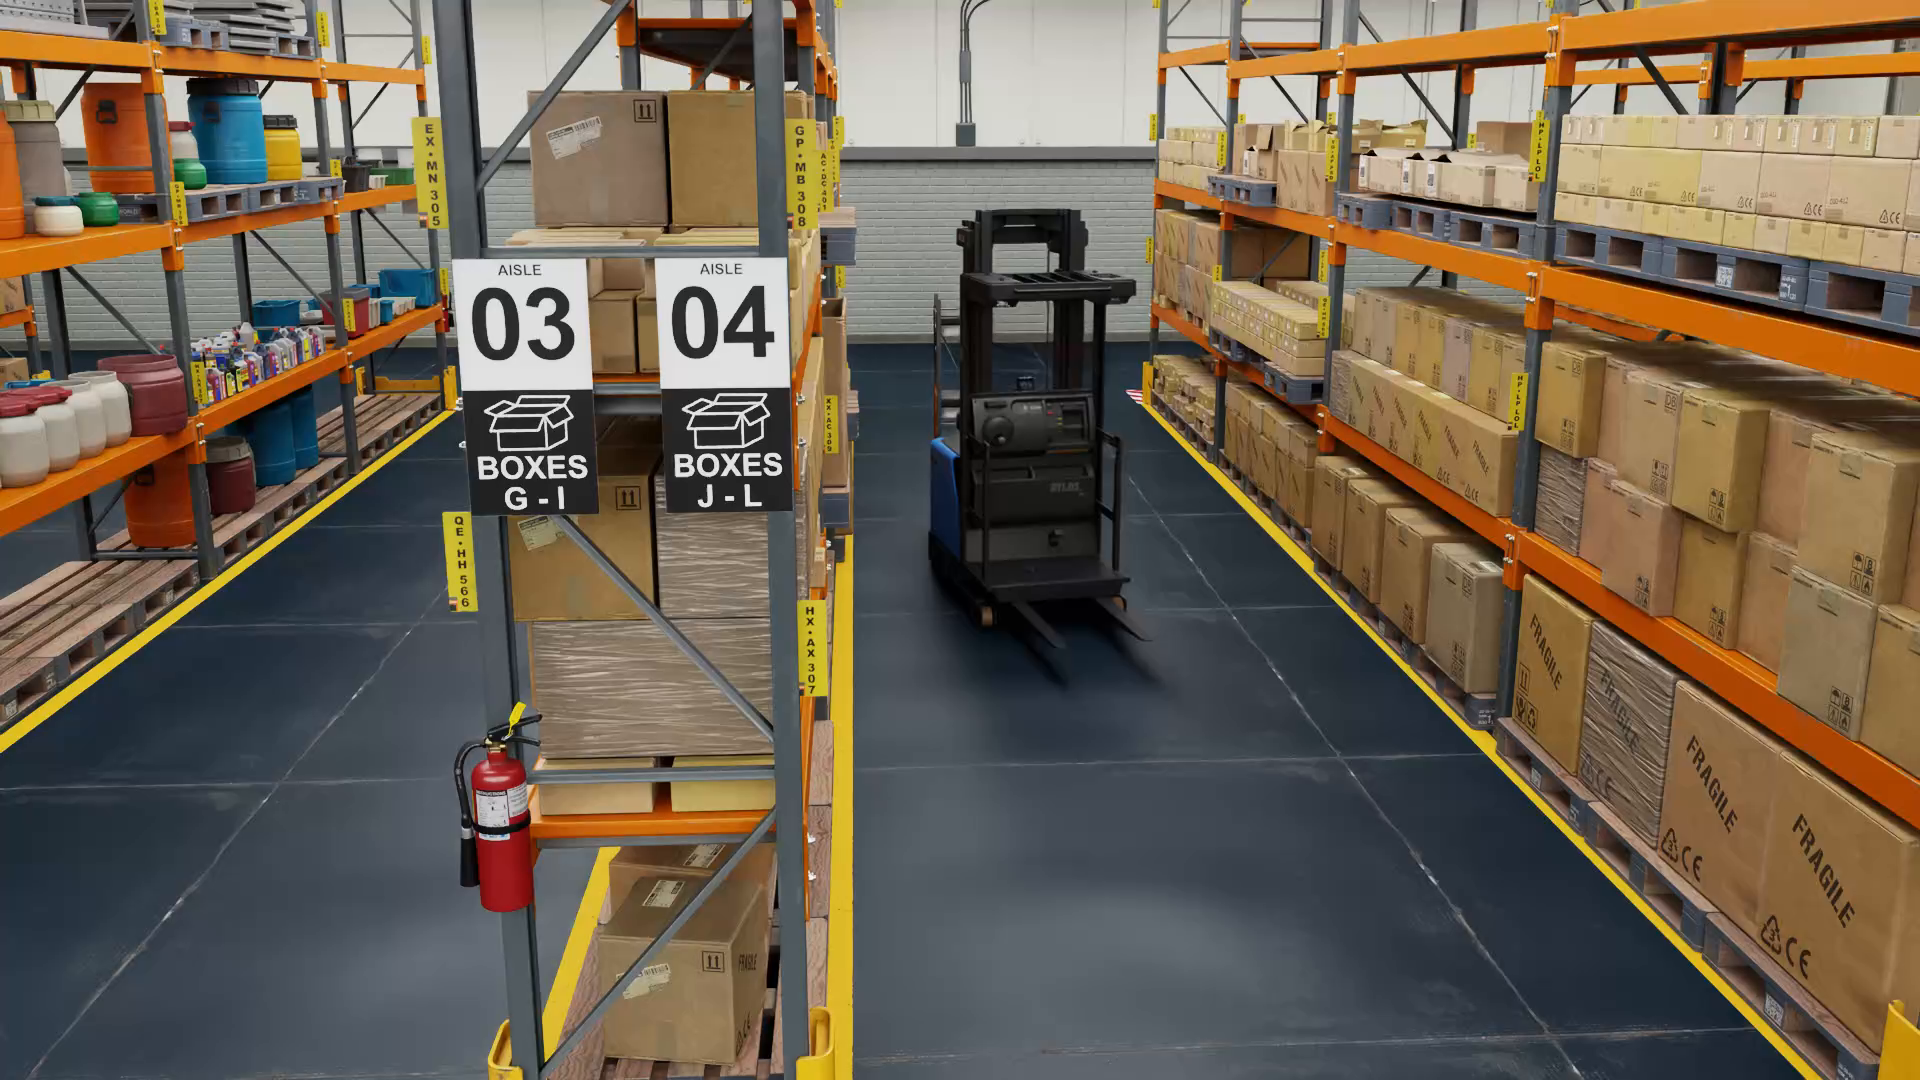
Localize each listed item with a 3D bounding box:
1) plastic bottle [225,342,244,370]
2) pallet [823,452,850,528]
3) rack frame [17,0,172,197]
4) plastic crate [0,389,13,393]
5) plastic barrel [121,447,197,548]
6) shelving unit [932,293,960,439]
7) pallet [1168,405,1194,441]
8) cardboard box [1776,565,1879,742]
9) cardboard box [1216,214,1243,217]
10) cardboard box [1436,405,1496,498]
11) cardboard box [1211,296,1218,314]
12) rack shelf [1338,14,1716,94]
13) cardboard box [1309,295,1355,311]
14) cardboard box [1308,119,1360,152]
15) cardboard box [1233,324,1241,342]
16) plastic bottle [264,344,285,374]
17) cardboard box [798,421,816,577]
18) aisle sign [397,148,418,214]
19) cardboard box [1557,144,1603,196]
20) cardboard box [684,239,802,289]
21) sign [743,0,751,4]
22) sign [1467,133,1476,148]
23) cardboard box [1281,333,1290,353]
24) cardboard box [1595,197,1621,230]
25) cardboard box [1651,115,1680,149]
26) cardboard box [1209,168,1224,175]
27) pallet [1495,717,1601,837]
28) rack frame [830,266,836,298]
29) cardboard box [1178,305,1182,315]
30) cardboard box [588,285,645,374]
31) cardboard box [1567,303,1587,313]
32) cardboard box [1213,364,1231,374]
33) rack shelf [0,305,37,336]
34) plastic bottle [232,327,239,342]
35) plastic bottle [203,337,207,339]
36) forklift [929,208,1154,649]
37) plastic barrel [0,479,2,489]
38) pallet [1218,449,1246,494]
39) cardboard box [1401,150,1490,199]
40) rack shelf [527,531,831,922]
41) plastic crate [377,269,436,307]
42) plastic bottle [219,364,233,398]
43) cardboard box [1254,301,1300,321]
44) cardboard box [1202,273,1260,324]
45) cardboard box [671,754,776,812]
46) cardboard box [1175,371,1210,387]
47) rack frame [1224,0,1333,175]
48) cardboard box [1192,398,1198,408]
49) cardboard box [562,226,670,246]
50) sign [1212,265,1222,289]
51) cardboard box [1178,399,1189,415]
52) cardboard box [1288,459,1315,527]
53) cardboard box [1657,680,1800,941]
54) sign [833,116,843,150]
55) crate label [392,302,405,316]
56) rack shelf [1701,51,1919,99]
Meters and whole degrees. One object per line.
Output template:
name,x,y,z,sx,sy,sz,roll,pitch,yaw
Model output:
plastic bottle,-6.402,-1.570,14.709,0.144,0.351,0.185,-1,14,-3
pallet,-1.174,-0.314,10.112,1.003,0.211,1.213,-1,14,-3
rack frame,-6.463,-4.038,12.162,1.000,3.000,0.127,-1,14,-3
plastic crate,-6.668,-0.757,11.321,0.402,0.464,0.583,-1,14,-3
plastic barrel,-6.510,-0.407,13.600,0.600,0.830,0.708,-1,14,-3
shelving unit,-0.010,-1.058,14.425,0.431,2.100,0.503,-1,14,-3
pallet,3.034,-1.376,19.450,1.003,0.211,1.213,-1,14,-3
cardboard box,3.809,0.428,6.541,0.875,0.550,0.550,-1,14,-3
cardboard box,3.291,-3.562,19.546,0.500,0.500,0.500,0,14,-1
cardboard box,3.355,-0.566,10.505,0.500,0.500,0.500,-1,14,-4
cardboard box,2.755,-2.376,16.807,0.380,0.149,0.250,-1,14,-3
rack shelf,3.561,-3.127,10.865,1.077,0.370,4.000,-1,14,-3
cardboard box,3.489,-2.204,15.542,0.380,0.149,0.250,-2,15,-6
cardboard box,3.106,-3.357,13.795,0.396,0.266,0.258,-1,14,-3
cardboard box,2.820,-1.975,15.845,0.380,0.149,0.250,-2,15,-6
plastic bottle,-6.287,-1.667,15.235,0.152,0.276,0.135,-1,14,-3
cardboard box,-0.810,-0.162,6.332,0.500,0.500,0.500,-1,14,-3
aisle sign,-6.670,-4.404,20.406,0.394,0.787,0.004,-1,14,-3
cardboard box,3.436,-1.916,8.594,0.500,0.250,0.500,-1,14,-3
cardboard box,-0.729,-0.931,5.606,0.380,0.149,0.250,-1,14,-2
sign,-2.569,-6.626,20.029,0.100,0.325,0.005,-1,14,-3
sign,3.992,-3.009,12.984,0.100,0.325,0.005,-1,14,-3
cardboard box,2.934,-1.669,14.057,0.380,0.149,0.250,0,14,-1
cardboard box,3.401,-1.627,8.269,0.380,0.149,0.250,-1,14,-4
cardboard box,3.434,-1.886,7.676,0.380,0.149,0.250,-1,14,-3
cardboard box,2.890,-3.754,17.376,0.500,0.250,0.500,-1,14,-2
pallet,3.654,1.275,9.148,1.003,0.211,1.213,-1,14,-3
rack frame,-1.767,-2.204,17.073,1.000,3.000,0.127,-1,14,-3
cardboard box,2.787,-2.721,19.585,0.380,0.149,0.250,-1,14,-5
cardboard box,-1.307,-0.716,5.570,0.500,0.250,0.500,-1,14,-2
cardboard box,7.692,-3.024,20.060,0.500,0.500,0.500,-1,14,-4
cardboard box,3.281,-2.042,20.129,0.380,0.149,0.250,-1,15,-6
rack shelf,-11.778,-2.201,18.505,1.077,0.370,4.000,-1,14,-3
plastic bottle,-7.105,-1.940,16.282,0.061,0.283,0.133,-1,14,-3
plastic bottle,-7.059,-1.752,15.552,0.061,0.283,0.133,-1,14,-3
forklift,0.598,-0.884,12.081,1.130,2.935,3.031,-4,15,-14
plastic barrel,-6.144,-0.403,10.349,0.301,0.262,0.301,0,14,0
pallet,3.239,-0.712,16.868,1.003,0.211,1.213,-1,14,-3
cardboard box,3.326,-2.486,11.286,0.500,0.311,0.500,-1,14,-4
rack shelf,-1.147,0.631,7.497,1.077,0.370,4.000,-1,14,-3
plastic crate,-6.751,-3.088,20.318,0.616,0.435,0.499,-1,14,-3
plastic bottle,-6.158,-1.338,13.941,0.061,0.283,0.133,-1,14,-3
cardboard box,2.872,-2.067,15.008,0.380,0.149,0.250,0,14,-1
cardboard box,2.878,-2.564,17.674,0.500,0.500,0.500,-1,14,-3
cardboard box,-0.803,0.827,5.795,0.380,0.149,0.250,-1,14,-3
cardboard box,2.736,-1.899,19.570,0.380,0.149,0.250,-1,14,-3
rack frame,3.190,-5.161,16.526,1.000,3.000,0.127,-1,14,-3
cardboard box,2.837,-1.556,18.837,0.380,0.149,0.250,-1,14,-2
cardboard box,-1.308,-1.116,6.323,0.380,0.149,0.250,-1,14,-3
sign,2.649,-2.665,17.125,0.100,0.325,0.005,-1,14,-3
cardboard box,2.764,-1.553,19.422,0.380,0.149,0.250,-1,14,-3
cardboard box,3.136,-0.413,14.286,0.500,0.500,0.500,-1,14,-4
cardboard box,3.769,1.168,7.388,0.875,0.875,0.875,-1,14,-4
sign,-1.226,-4.070,16.638,0.100,0.325,0.005,-1,14,-3
crate label,-6.682,-2.683,19.342,0.396,0.136,0.243,-1,14,-3
rack shelf,8.248,-4.223,15.126,1.077,0.370,4.000,-1,14,-3
